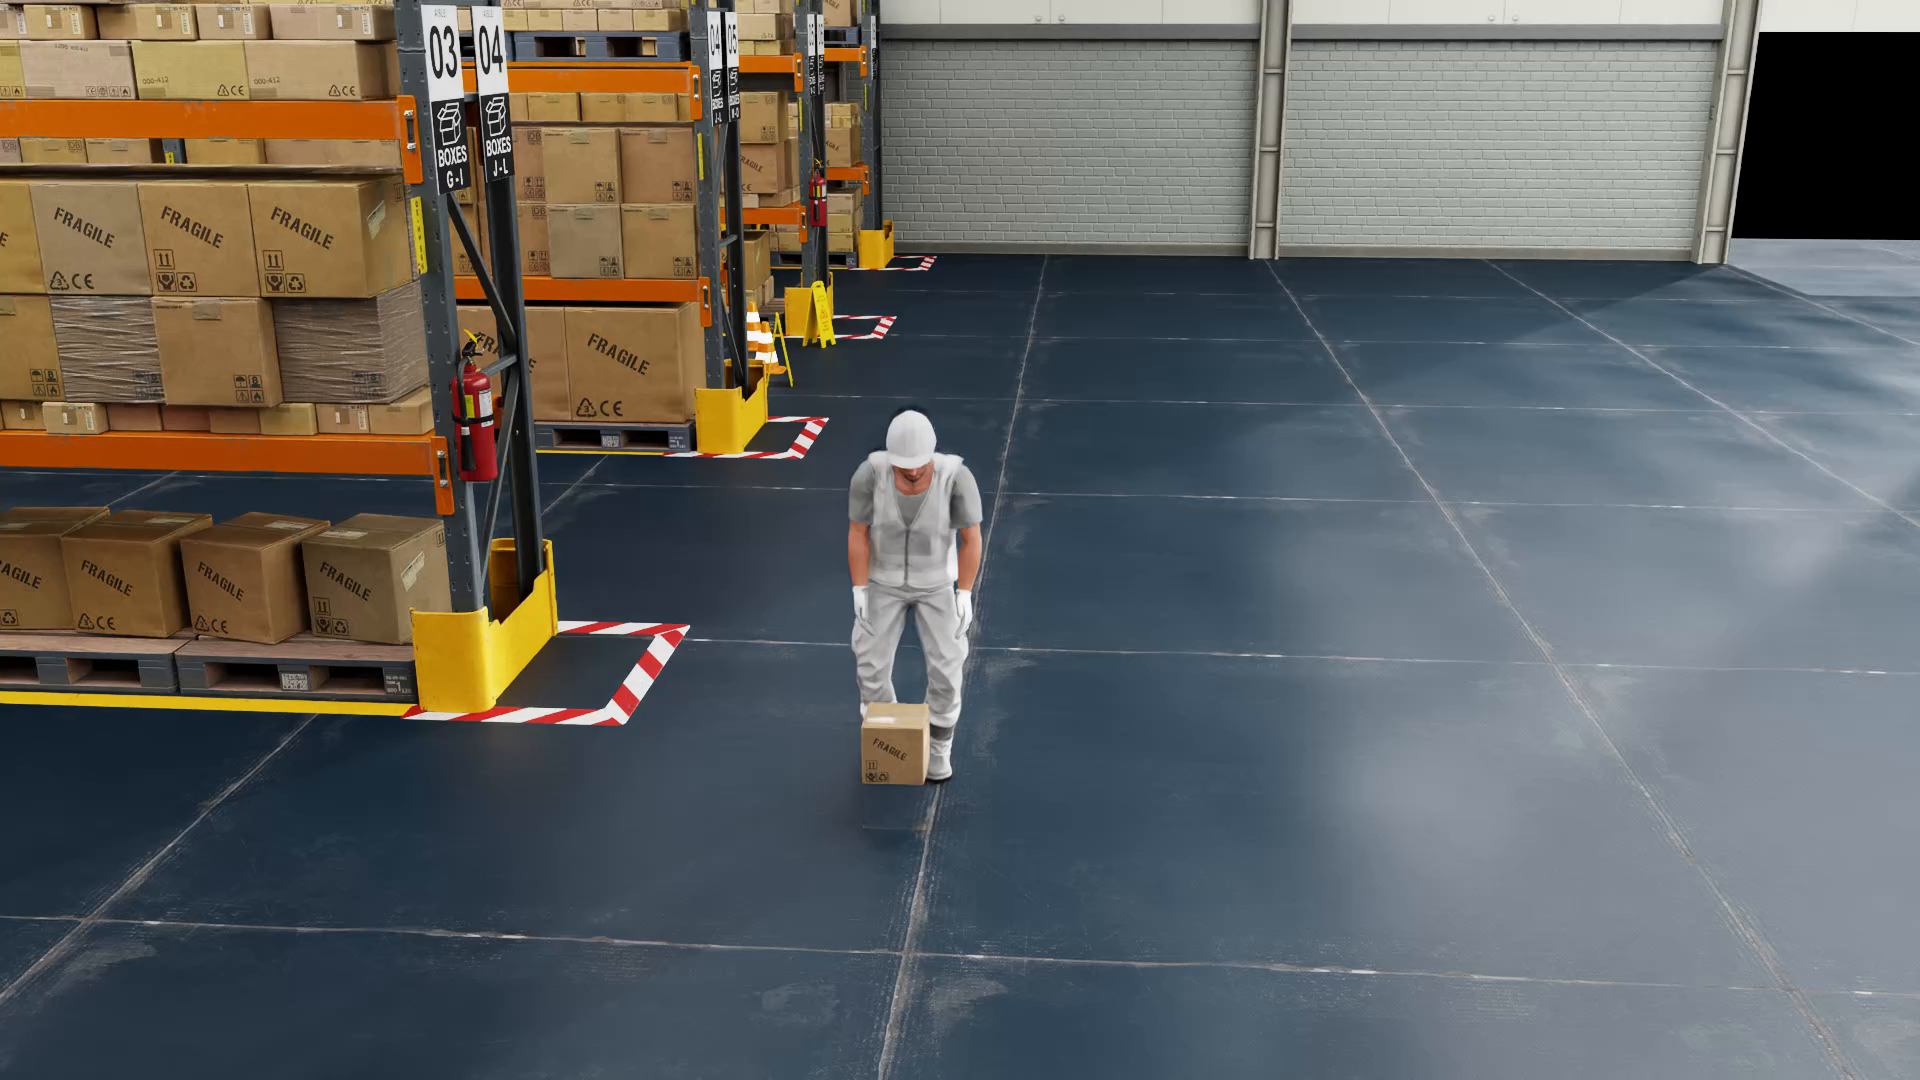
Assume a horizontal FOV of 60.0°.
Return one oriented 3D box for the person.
[{"bbox_3d":[-0.187,0.227,7.022,0.564,1.647,0.580,2,17,5],"label":"person"}]
